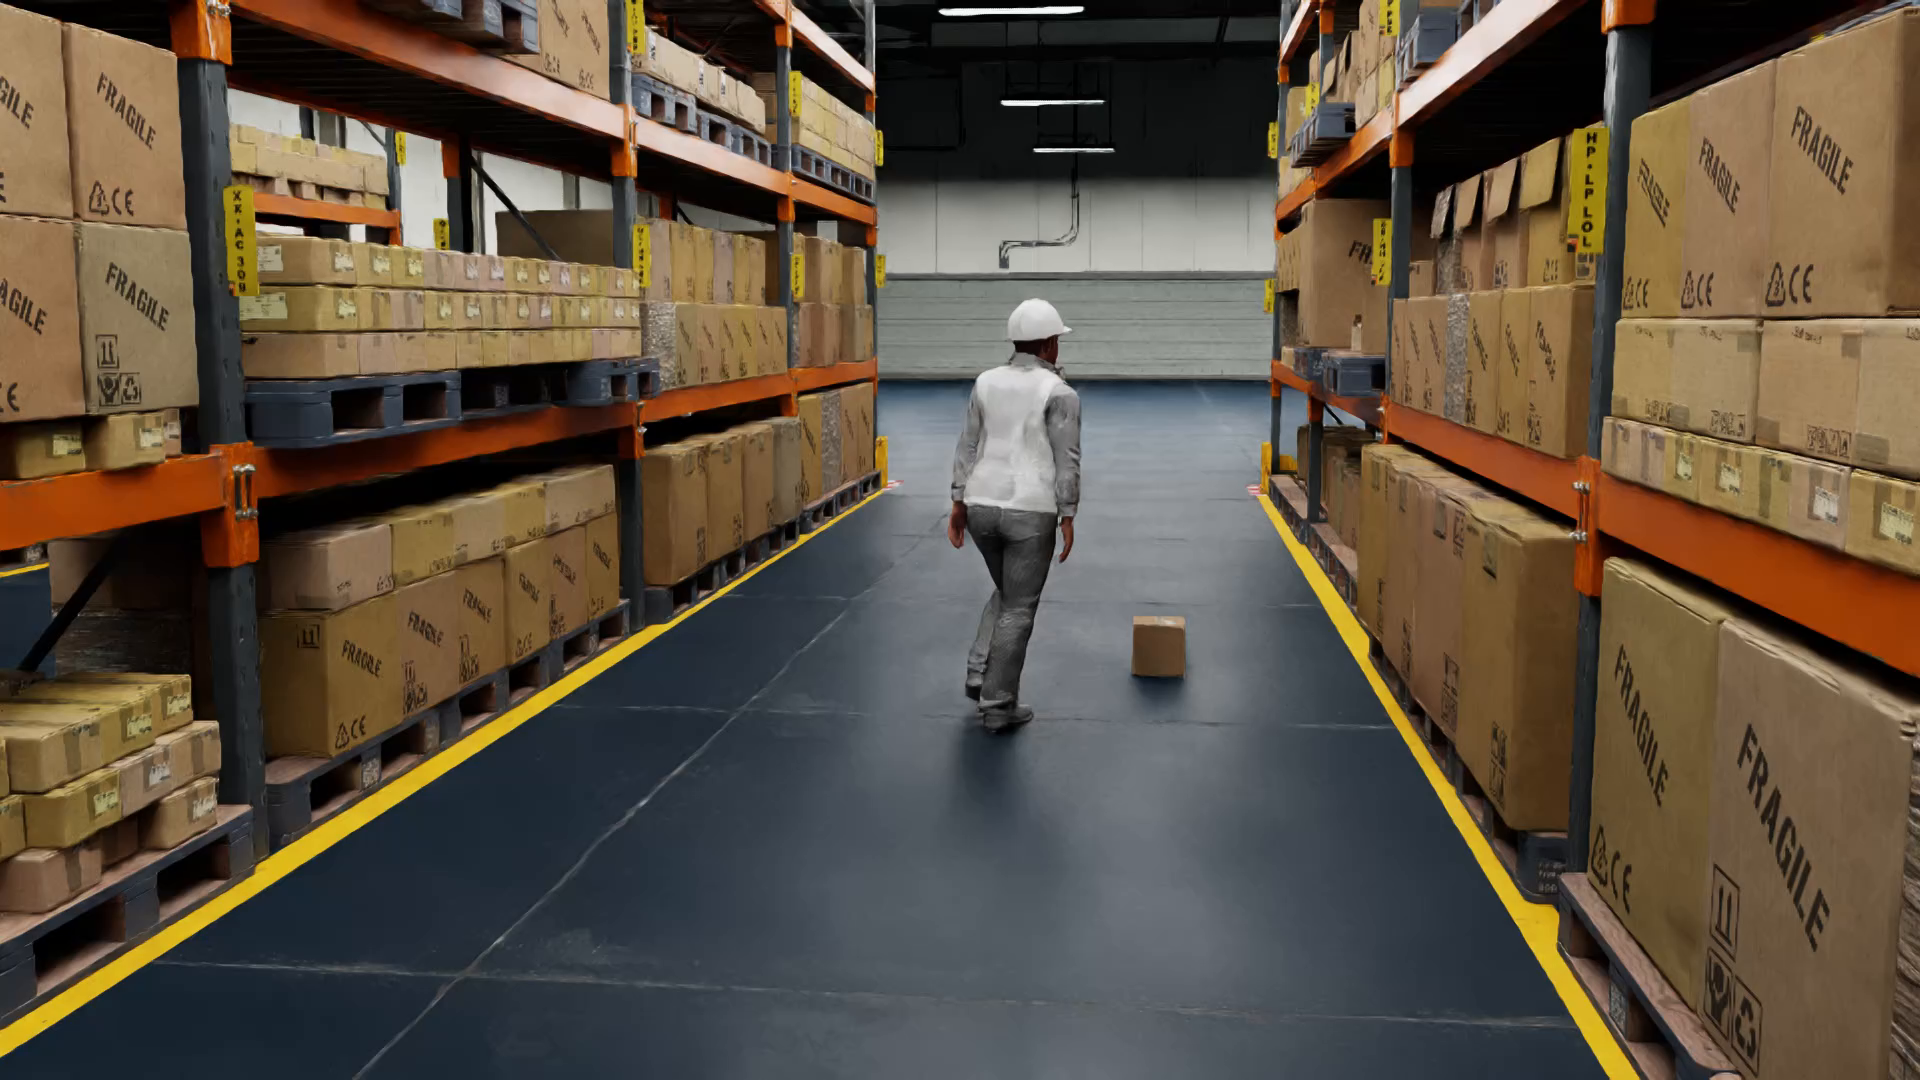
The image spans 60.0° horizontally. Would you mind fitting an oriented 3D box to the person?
[{"bbox_3d":[0.247,-0.113,6.922,0.566,1.762,0.508,6,10,38],"label":"person"}]
